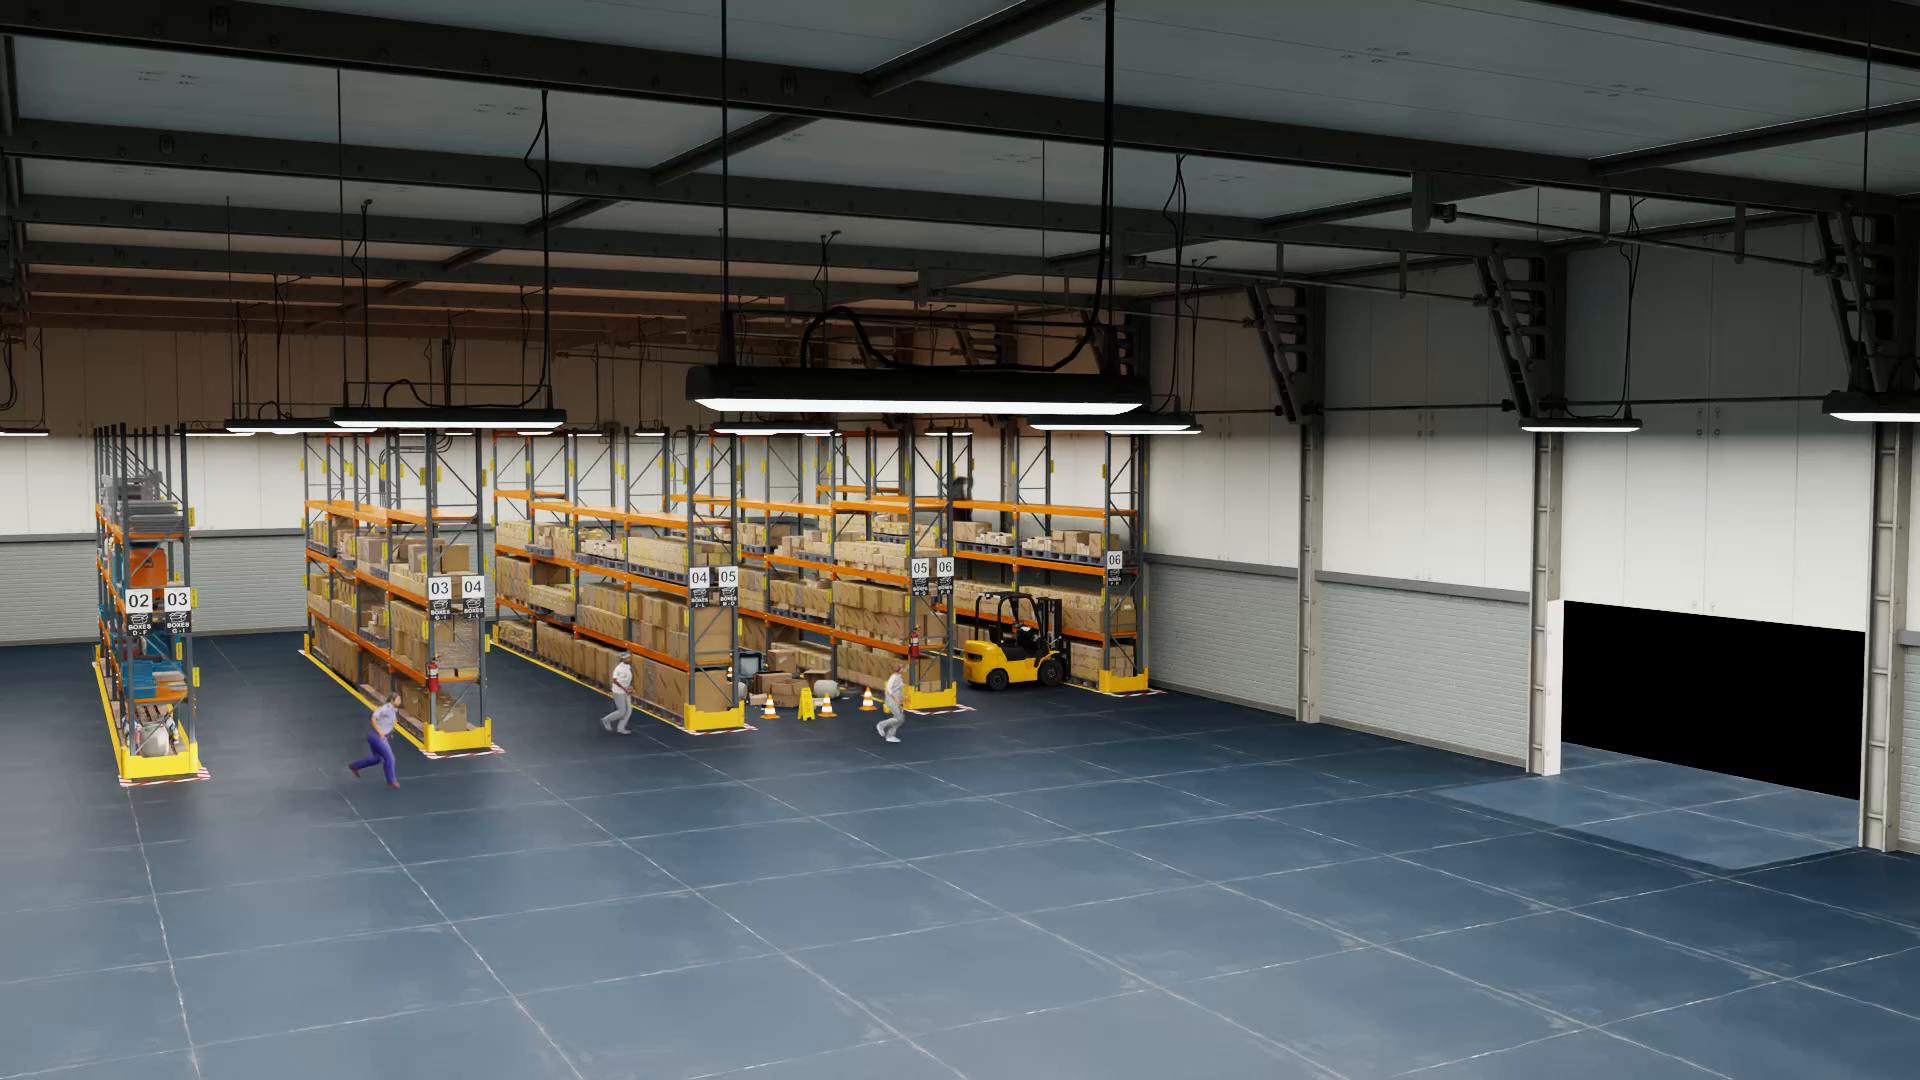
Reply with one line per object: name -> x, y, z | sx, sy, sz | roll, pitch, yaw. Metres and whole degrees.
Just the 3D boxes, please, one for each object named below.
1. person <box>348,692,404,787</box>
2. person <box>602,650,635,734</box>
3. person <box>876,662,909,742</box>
person -> -9.623, 3.304, 27.359 | 0.880, 1.613, 0.623 | 0, 3, 3
person -> -6.648, 2.958, 32.373 | 0.646, 1.641, 0.572 | 1, 4, 15
person -> -1.288, 3.062, 31.441 | 0.583, 1.526, 0.539 | 1, 4, 15
